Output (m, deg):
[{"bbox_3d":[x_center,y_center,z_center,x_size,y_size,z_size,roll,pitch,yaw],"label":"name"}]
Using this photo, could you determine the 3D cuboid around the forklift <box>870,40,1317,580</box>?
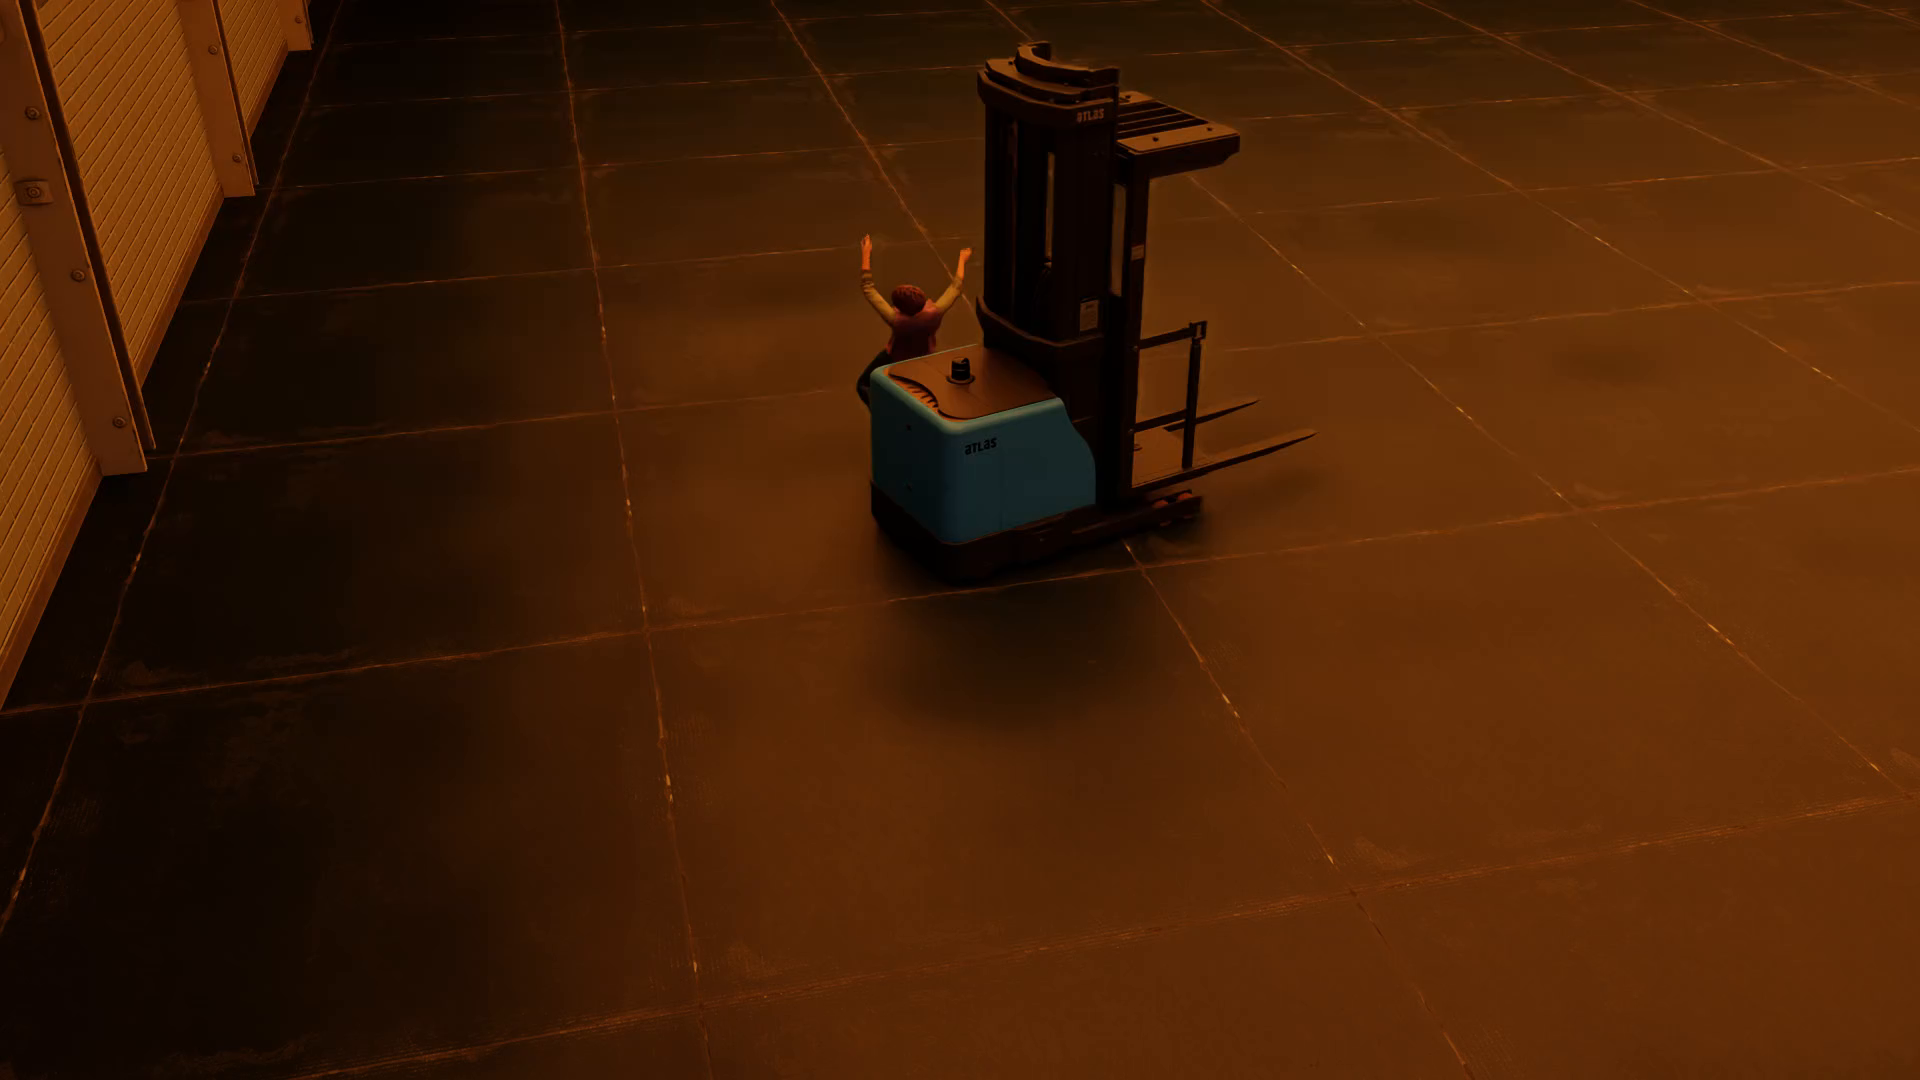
[{"bbox_3d":[0.963,-1.565,10.277,3.031,2.935,1.130,-17,34,-26],"label":"forklift"}]

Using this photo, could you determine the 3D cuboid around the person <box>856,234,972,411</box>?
[{"bbox_3d":[-0.227,-1.315,11.230,0.862,1.515,0.607,-12,32,-20],"label":"person"}]
